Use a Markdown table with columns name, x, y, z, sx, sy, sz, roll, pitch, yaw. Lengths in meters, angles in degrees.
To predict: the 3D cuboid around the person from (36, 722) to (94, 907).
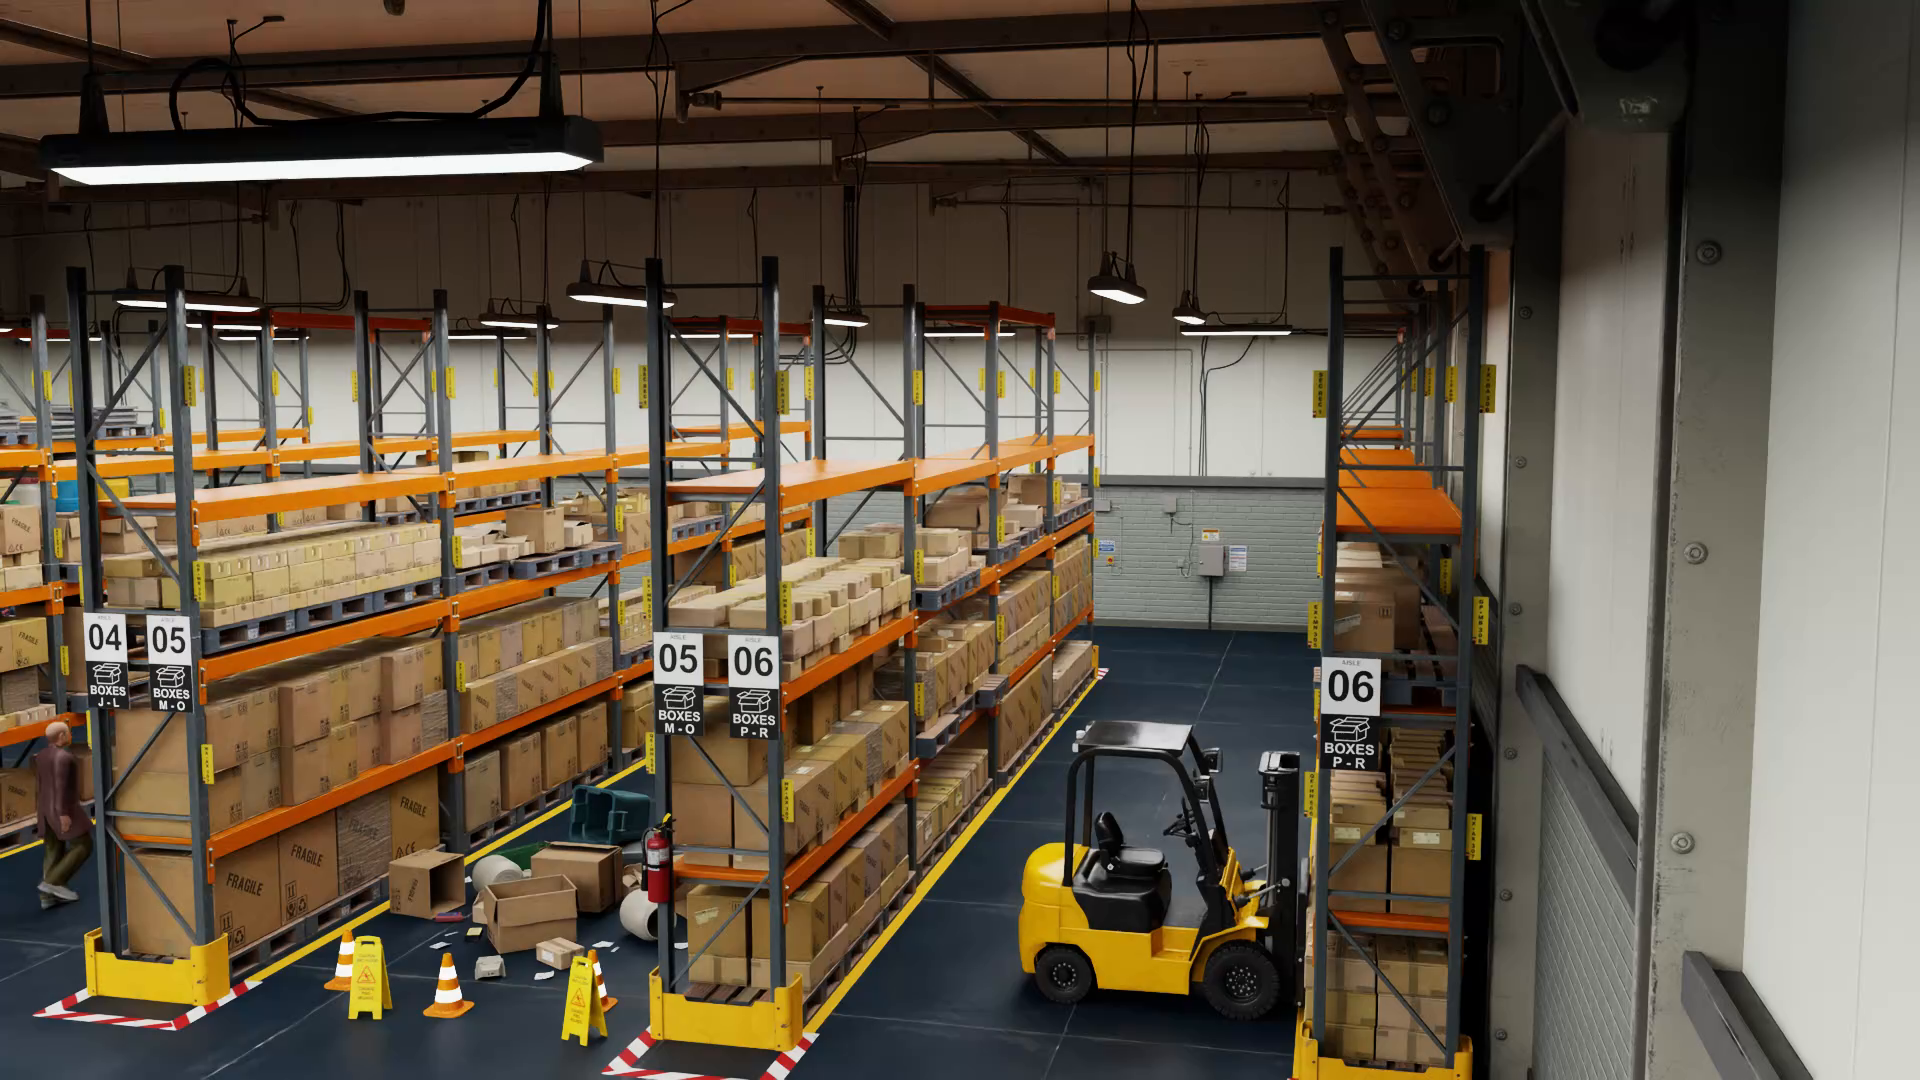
| name | x | y | z | sx | sy | sz | roll | pitch | yaw |
| --- | --- | --- | --- | --- | --- | --- | --- | --- | --- |
| person | -8.754 | 2.661 | 16.104 | 0.619 | 1.747 | 0.555 | 3 | 6 | 27 |
